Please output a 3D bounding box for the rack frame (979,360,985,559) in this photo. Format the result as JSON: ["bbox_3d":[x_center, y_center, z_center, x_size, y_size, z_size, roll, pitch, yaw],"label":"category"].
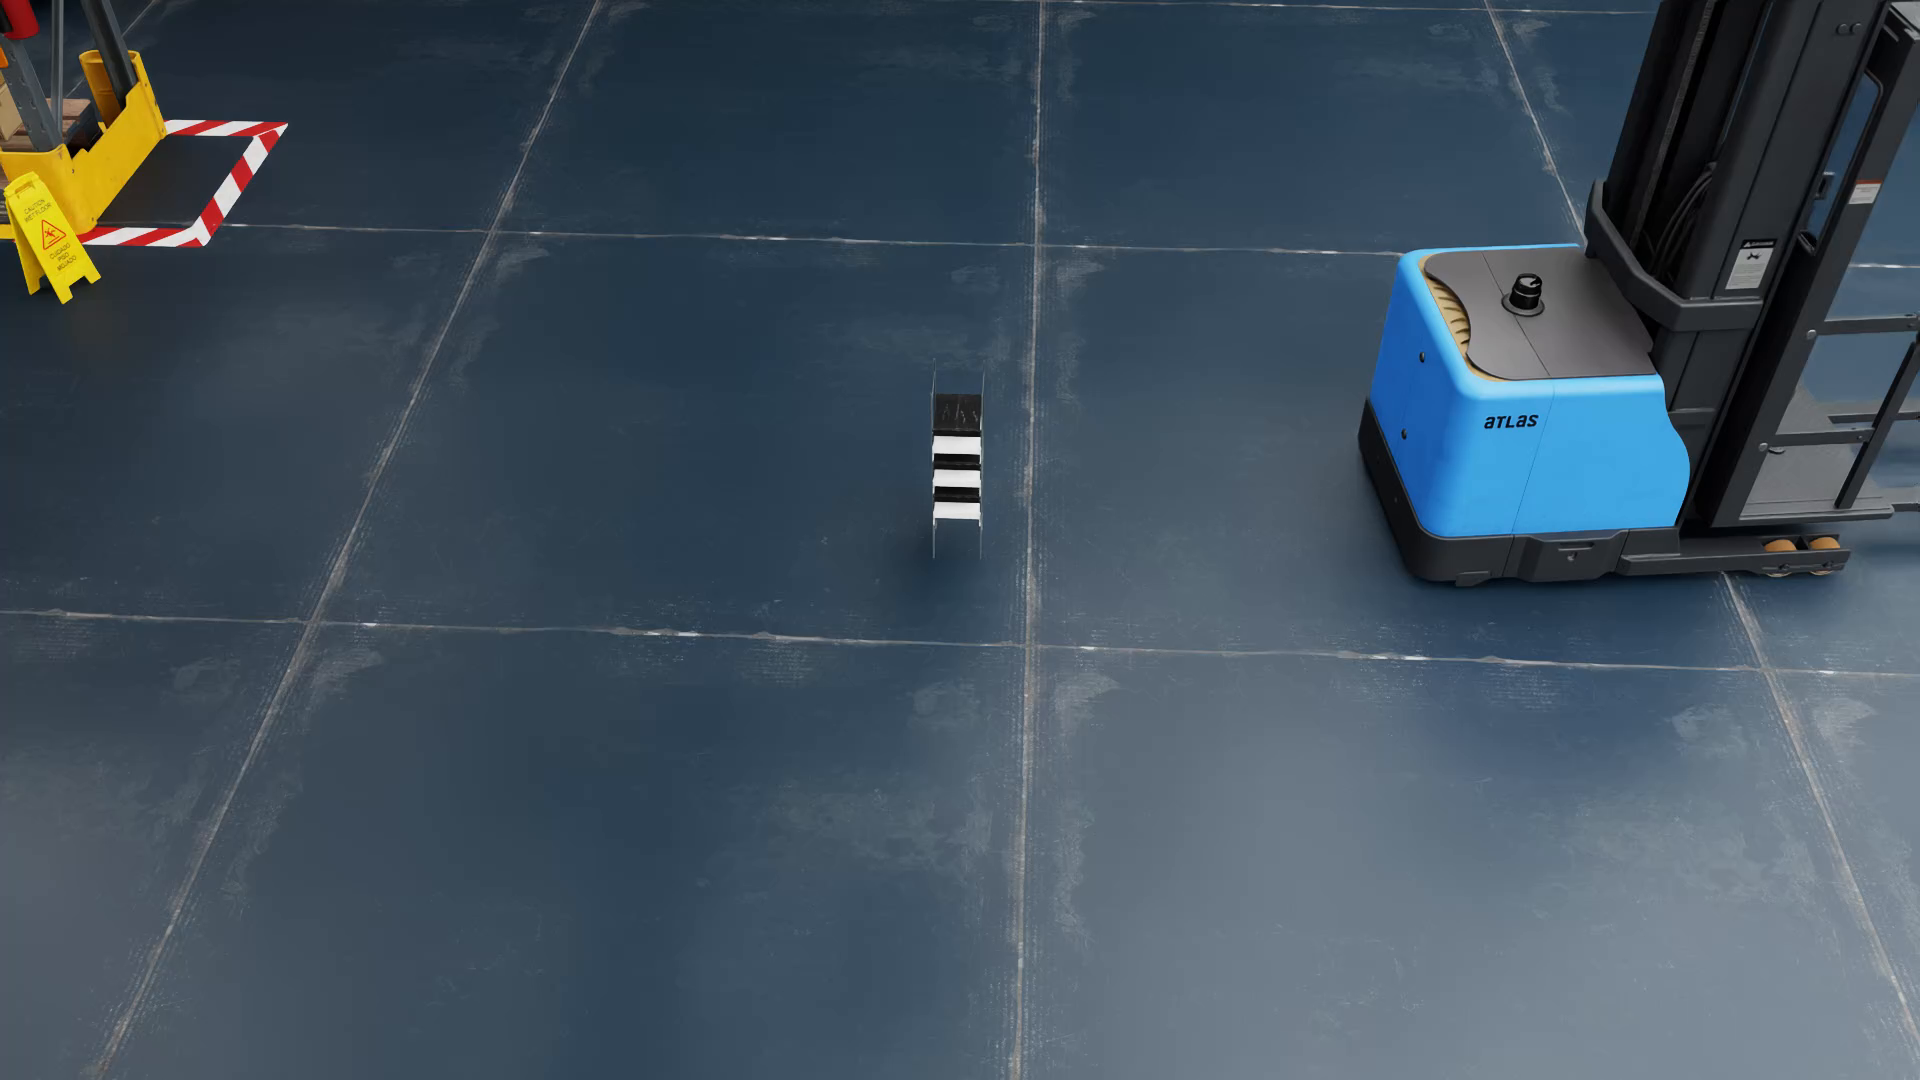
[{"bbox_3d":[0.093,-0.326,7.026,0.006,0.900,0.240,2,43,2],"label":"rack frame"}]

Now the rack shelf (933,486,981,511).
[{"bbox_3d":[-0.008,-0.239,7.113,0.200,0.077,0.258,2,43,2],"label":"rack shelf"}]

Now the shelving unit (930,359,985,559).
[{"bbox_3d":[-0.008,-0.330,7.029,0.210,0.900,0.258,2,43,2],"label":"shelving unit"}]

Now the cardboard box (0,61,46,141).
[{"bbox_3d":[-5.655,-2.533,9.563,0.500,0.250,0.500,1,43,2],"label":"cardboard box"}]

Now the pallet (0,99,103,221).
[{"bbox_3d":[-5.747,-2.203,9.545,1.213,0.211,1.003,2,43,2],"label":"pallet"}]

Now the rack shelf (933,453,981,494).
[{"bbox_3d":[-0.008,-0.305,7.052,0.200,0.077,0.258,2,43,2],"label":"rack shelf"}]

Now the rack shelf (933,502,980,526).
[{"bbox_3d":[-0.008,-0.173,7.174,0.200,0.077,0.258,2,43,2],"label":"rack shelf"}]

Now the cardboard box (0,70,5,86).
[{"bbox_3d":[-5.679,-2.807,9.307,0.500,0.500,0.500,0,43,0],"label":"cardboard box"}]

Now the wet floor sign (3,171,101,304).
[{"bbox_3d":[-4.720,-1.576,8.554,0.232,0.644,0.267,16,45,16],"label":"wet floor sign"}]

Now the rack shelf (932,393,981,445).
[{"bbox_3d":[-0.008,-0.503,6.868,0.200,0.077,0.258,2,43,2],"label":"rack shelf"}]

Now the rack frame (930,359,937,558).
[{"bbox_3d":[-0.110,-0.333,7.032,0.006,0.900,0.240,2,43,2],"label":"rack frame"}]

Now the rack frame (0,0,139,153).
[{"bbox_3d":[-4.861,-3.172,8.540,0.127,3.000,1.000,2,43,2],"label":"rack frame"}]

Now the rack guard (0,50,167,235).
[{"bbox_3d":[-4.937,-2.260,9.394,0.348,0.500,1.175,2,43,2],"label":"rack guard"}]

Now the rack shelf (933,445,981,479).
[{"bbox_3d":[-0.008,-0.371,6.990,0.200,0.077,0.258,2,43,2],"label":"rack shelf"}]

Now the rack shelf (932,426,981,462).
[{"bbox_3d":[-0.008,-0.437,6.929,0.200,0.077,0.258,2,43,2],"label":"rack shelf"}]

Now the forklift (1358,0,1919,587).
[{"bbox_3d":[3.393,-1.272,6.550,3.031,2.935,1.130,-3,43,-3],"label":"forklift"}]

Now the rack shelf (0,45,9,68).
[{"bbox_3d":[-6.859,-2.970,8.851,4.000,0.370,1.077,2,43,2],"label":"rack shelf"}]

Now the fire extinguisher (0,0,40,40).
[{"bbox_3d":[-4.768,-2.826,8.225,0.183,0.674,0.296,2,43,2],"label":"fire extinguisher"}]
